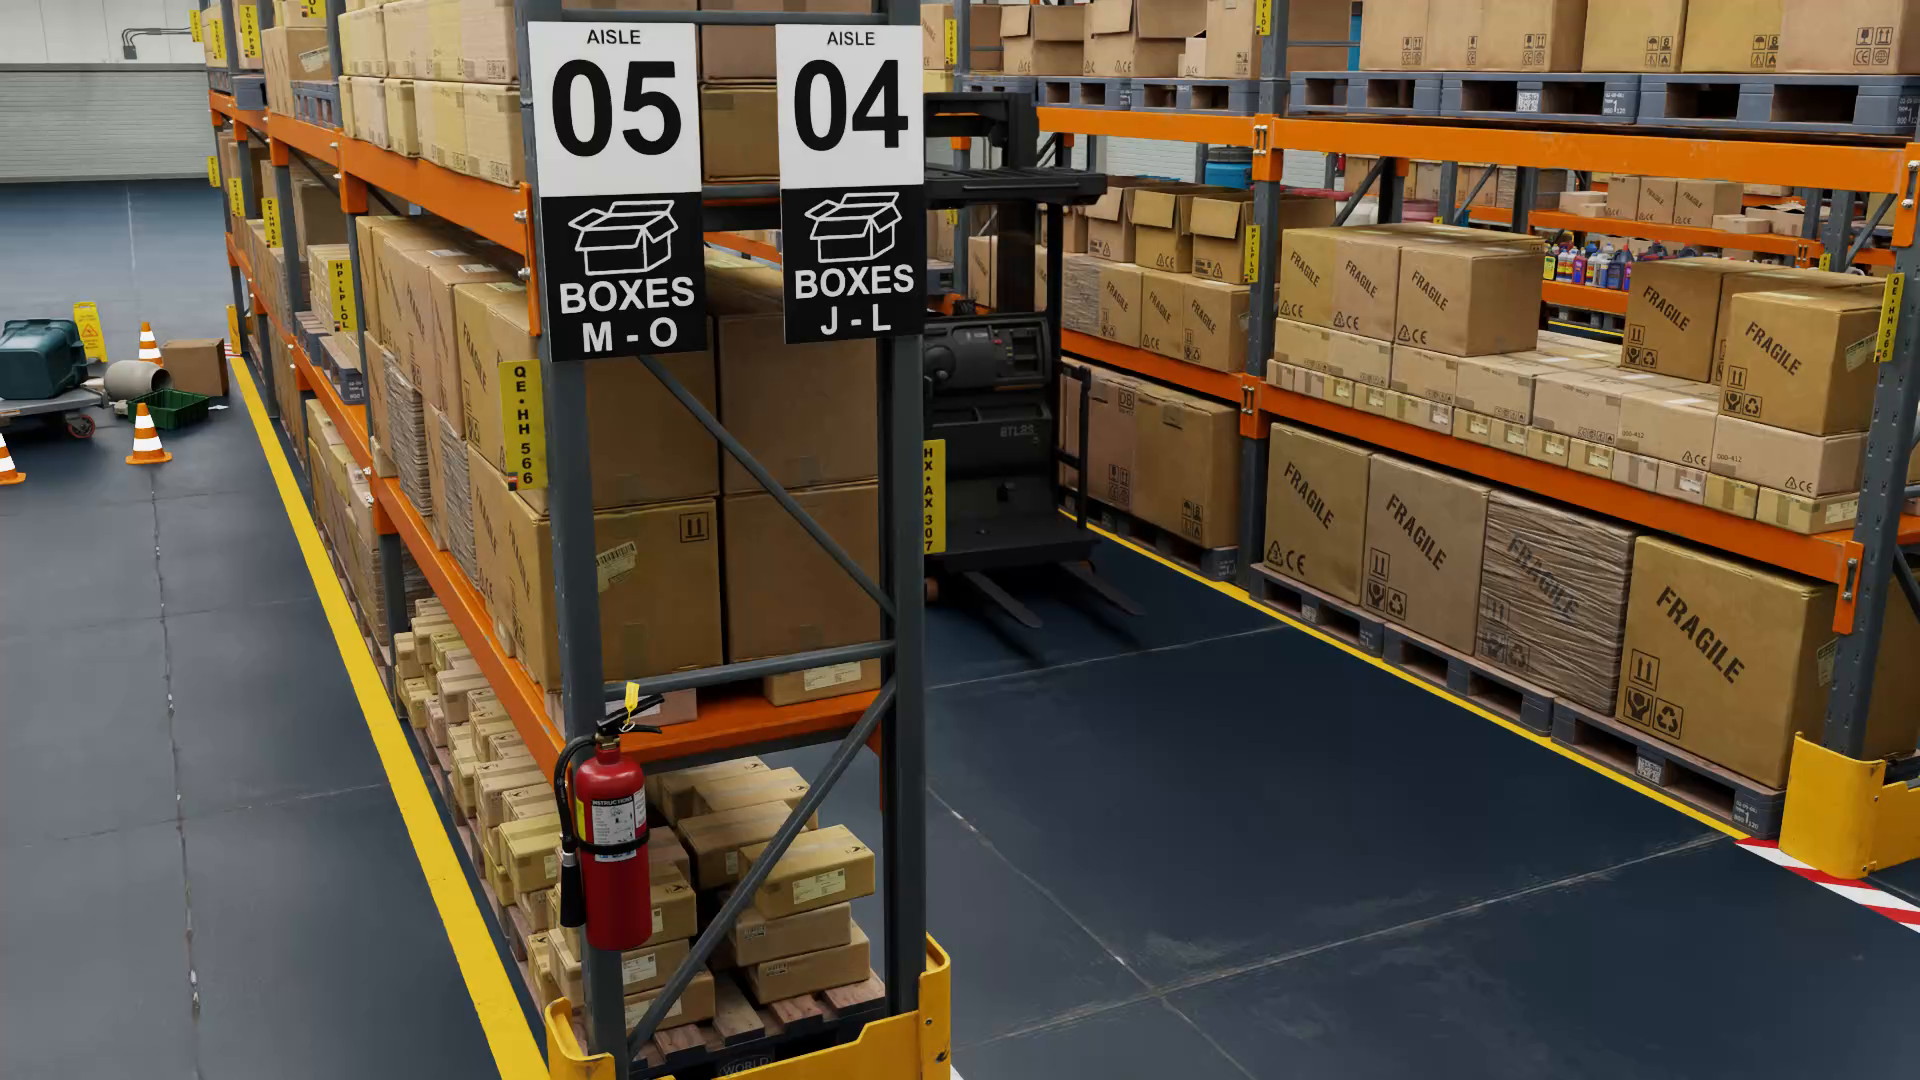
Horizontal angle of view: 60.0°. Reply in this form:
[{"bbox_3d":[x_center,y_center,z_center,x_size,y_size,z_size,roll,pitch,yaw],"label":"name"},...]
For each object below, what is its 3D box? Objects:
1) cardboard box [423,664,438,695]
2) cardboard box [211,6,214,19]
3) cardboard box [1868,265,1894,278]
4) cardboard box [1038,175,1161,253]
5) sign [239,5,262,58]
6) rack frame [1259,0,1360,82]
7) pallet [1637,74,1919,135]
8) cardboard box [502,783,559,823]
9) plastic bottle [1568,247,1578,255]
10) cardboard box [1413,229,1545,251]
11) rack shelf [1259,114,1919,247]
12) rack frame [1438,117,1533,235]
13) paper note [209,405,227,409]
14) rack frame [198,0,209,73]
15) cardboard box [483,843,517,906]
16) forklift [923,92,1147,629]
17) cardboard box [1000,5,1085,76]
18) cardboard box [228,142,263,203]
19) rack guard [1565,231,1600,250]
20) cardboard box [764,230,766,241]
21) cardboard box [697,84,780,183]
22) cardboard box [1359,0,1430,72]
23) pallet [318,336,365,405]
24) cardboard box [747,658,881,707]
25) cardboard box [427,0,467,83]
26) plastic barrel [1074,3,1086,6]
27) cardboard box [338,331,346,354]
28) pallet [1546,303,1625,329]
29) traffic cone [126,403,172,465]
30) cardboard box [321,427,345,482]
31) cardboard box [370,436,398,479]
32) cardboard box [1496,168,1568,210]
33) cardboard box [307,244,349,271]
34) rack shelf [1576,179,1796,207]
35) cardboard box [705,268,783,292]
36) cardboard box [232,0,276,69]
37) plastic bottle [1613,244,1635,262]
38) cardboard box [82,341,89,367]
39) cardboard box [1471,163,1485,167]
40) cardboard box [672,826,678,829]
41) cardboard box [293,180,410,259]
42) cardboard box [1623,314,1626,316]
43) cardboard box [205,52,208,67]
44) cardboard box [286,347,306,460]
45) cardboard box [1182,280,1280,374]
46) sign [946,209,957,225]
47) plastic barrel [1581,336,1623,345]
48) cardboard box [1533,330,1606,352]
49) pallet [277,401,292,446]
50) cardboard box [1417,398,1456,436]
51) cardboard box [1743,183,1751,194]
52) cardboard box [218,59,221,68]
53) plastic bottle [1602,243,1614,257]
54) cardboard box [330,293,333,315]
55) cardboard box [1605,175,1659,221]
[{"bbox_3d":[-2.264,0.577,7.669,0.380,0.149,0.250,-8,18,-25],"label":"cardboard box"},{"bbox_3d":[-6.723,-4.870,15.412,0.380,0.149,0.250,-8,18,-25],"label":"cardboard box"},{"bbox_3d":[12.638,-3.690,22.405,0.700,0.500,0.500,-8,18,-26],"label":"cardboard box"},{"bbox_3d":[1.012,-2.380,12.106,0.797,0.503,0.637,-7,18,-24],"label":"cardboard box"},{"bbox_3d":[-4.582,-3.284,10.737,0.100,0.325,0.005,-8,18,-25],"label":"sign"},{"bbox_3d":[2.176,-4.087,9.178,1.000,3.000,0.127,-8,18,-25],"label":"rack frame"},{"bbox_3d":[3.594,-1.793,6.784,1.003,0.211,1.213,-8,18,-25],"label":"pallet"},{"bbox_3d":[-1.377,0.955,5.814,0.380,0.149,0.250,-8,18,-27],"label":"cardboard box"},{"bbox_3d":[5.572,-2.561,15.098,0.097,0.201,0.097,0,16,0],"label":"plastic bottle"},{"bbox_3d":[2.833,-1.428,9.162,0.500,0.500,0.500,-7,18,-24],"label":"cardboard box"},{"bbox_3d":[3.052,-1.803,7.962,1.077,0.370,4.000,-8,18,-25],"label":"rack shelf"},{"bbox_3d":[4.876,-2.793,15.547,1.000,3.000,0.127,-8,18,-25],"label":"rack frame"},{"bbox_3d":[-6.940,-1.243,15.525,0.142,0.020,0.147,7,17,23],"label":"paper note"},{"bbox_3d":[-7.584,-6.488,17.545,1.000,3.000,0.127,-8,18,-25],"label":"rack frame"},{"bbox_3d":[-1.523,1.183,6.096,0.380,0.149,0.250,-9,18,-27],"label":"cardboard box"},{"bbox_3d":[0.189,-1.152,9.951,1.130,2.935,3.031,-6,17,-19],"label":"forklift"},{"bbox_3d":[0.755,-3.746,12.479,0.797,0.503,0.637,-7,17,-22],"label":"cardboard box"},{"bbox_3d":[-6.308,-3.422,15.506,0.875,0.550,0.550,-8,18,-25],"label":"cardboard box"},{"bbox_3d":[10.310,-4.754,26.910,1.175,0.500,0.348,-8,18,-25],"label":"rack guard"},{"bbox_3d":[-1.844,-3.216,17.476,0.380,0.149,0.250,-8,18,-25],"label":"cardboard box"},{"bbox_3d":[-0.542,-1.149,4.650,0.500,0.250,0.500,-7,17,-23],"label":"cardboard box"},{"bbox_3d":[2.573,-2.756,8.855,0.700,0.500,0.500,-9,18,-28],"label":"cardboard box"},{"bbox_3d":[-3.175,-1.043,9.793,1.003,0.211,1.213,-8,18,-25],"label":"pallet"},{"bbox_3d":[-0.422,0.364,5.000,0.380,0.149,0.250,-8,18,-25],"label":"cardboard box"},{"bbox_3d":[-1.230,-1.457,4.818,0.500,0.250,0.500,-8,18,-26],"label":"cardboard box"},{"bbox_3d":[1.698,-6.522,21.562,0.600,0.830,0.708,-8,18,-25],"label":"plastic barrel"},{"bbox_3d":[-3.370,-1.173,9.595,0.380,0.149,0.250,-8,18,-27],"label":"cardboard box"},{"bbox_3d":[7.936,-2.865,20.850,1.003,0.211,1.213,-8,18,-25],"label":"pallet"},{"bbox_3d":[-6.602,-0.878,13.472,0.336,0.463,0.334,-8,18,-25],"label":"traffic cone"},{"bbox_3d":[-3.568,-0.531,10.075,0.500,0.250,0.500,-8,18,-24],"label":"cardboard box"},{"bbox_3d":[-2.497,-0.398,7.656,0.380,0.149,0.250,-7,17,-23],"label":"cardboard box"},{"bbox_3d":[7.378,-4.540,21.453,0.700,0.500,0.500,-8,18,-26],"label":"cardboard box"},{"bbox_3d":[-4.049,-1.849,10.870,0.380,0.149,0.250,-8,18,-25],"label":"cardboard box"},{"bbox_3d":[11.153,-5.133,25.002,1.077,0.370,4.000,-8,18,-25],"label":"rack shelf"},{"bbox_3d":[-0.760,-0.576,5.288,0.500,0.500,0.500,-7,17,-23],"label":"cardboard box"},{"bbox_3d":[-5.093,-3.758,12.345,0.500,0.500,0.500,-8,18,-25],"label":"cardboard box"},{"bbox_3d":[5.527,-2.291,13.886,0.144,0.351,0.185,-8,18,-25],"label":"plastic bottle"},{"bbox_3d":[-8.944,-1.652,16.093,0.637,0.503,0.797,7,17,23],"label":"cardboard box"},{"bbox_3d":[6.927,-4.976,21.794,0.380,0.149,0.250,-8,18,-25],"label":"cardboard box"},{"bbox_3d":[-0.844,1.026,6.105,0.380,0.149,0.250,-7,17,-23],"label":"cardboard box"},{"bbox_3d":[-4.267,-2.262,11.700,0.700,0.500,0.500,-8,18,-25],"label":"cardboard box"},{"bbox_3d":[8.206,-2.752,19.626,0.500,0.250,0.500,-7,18,-24],"label":"cardboard box"},{"bbox_3d":[-7.722,-5.051,17.490,0.380,0.149,0.250,-8,18,-24],"label":"cardboard box"},{"bbox_3d":[-4.651,-1.119,13.030,1.050,0.750,0.750,-7,18,-24],"label":"cardboard box"},{"bbox_3d":[1.725,-1.334,10.280,0.500,0.500,0.500,-8,18,-25],"label":"cardboard box"},{"bbox_3d":[-0.060,-2.645,13.076,0.100,0.325,0.005,-8,18,-25],"label":"sign"},{"bbox_3d":[5.600,-1.437,14.430,0.600,0.588,0.708,-8,18,-25],"label":"plastic barrel"},{"bbox_3d":[3.058,-0.942,8.827,0.500,0.250,0.500,-7,18,-24],"label":"cardboard box"},{"bbox_3d":[-5.426,-1.090,14.666,1.003,0.211,1.213,-8,18,-25],"label":"pallet"},{"bbox_3d":[2.575,-0.647,8.524,0.380,0.149,0.250,-7,18,-24],"label":"cardboard box"},{"bbox_3d":[11.338,-5.125,23.909,0.500,0.250,0.500,-8,18,-25],"label":"cardboard box"},{"bbox_3d":[-6.616,-4.425,15.307,0.380,0.149,0.250,-8,18,-25],"label":"cardboard box"},{"bbox_3d":[5.742,-2.498,14.752,0.097,0.271,0.097,0,16,0],"label":"plastic bottle"},{"bbox_3d":[-3.483,-1.381,9.781,0.380,0.149,0.250,-8,18,-25],"label":"cardboard box"},{"bbox_3d":[8.130,-4.108,19.946,0.500,0.500,0.500,-6,17,-21],"label":"cardboard box"}]
